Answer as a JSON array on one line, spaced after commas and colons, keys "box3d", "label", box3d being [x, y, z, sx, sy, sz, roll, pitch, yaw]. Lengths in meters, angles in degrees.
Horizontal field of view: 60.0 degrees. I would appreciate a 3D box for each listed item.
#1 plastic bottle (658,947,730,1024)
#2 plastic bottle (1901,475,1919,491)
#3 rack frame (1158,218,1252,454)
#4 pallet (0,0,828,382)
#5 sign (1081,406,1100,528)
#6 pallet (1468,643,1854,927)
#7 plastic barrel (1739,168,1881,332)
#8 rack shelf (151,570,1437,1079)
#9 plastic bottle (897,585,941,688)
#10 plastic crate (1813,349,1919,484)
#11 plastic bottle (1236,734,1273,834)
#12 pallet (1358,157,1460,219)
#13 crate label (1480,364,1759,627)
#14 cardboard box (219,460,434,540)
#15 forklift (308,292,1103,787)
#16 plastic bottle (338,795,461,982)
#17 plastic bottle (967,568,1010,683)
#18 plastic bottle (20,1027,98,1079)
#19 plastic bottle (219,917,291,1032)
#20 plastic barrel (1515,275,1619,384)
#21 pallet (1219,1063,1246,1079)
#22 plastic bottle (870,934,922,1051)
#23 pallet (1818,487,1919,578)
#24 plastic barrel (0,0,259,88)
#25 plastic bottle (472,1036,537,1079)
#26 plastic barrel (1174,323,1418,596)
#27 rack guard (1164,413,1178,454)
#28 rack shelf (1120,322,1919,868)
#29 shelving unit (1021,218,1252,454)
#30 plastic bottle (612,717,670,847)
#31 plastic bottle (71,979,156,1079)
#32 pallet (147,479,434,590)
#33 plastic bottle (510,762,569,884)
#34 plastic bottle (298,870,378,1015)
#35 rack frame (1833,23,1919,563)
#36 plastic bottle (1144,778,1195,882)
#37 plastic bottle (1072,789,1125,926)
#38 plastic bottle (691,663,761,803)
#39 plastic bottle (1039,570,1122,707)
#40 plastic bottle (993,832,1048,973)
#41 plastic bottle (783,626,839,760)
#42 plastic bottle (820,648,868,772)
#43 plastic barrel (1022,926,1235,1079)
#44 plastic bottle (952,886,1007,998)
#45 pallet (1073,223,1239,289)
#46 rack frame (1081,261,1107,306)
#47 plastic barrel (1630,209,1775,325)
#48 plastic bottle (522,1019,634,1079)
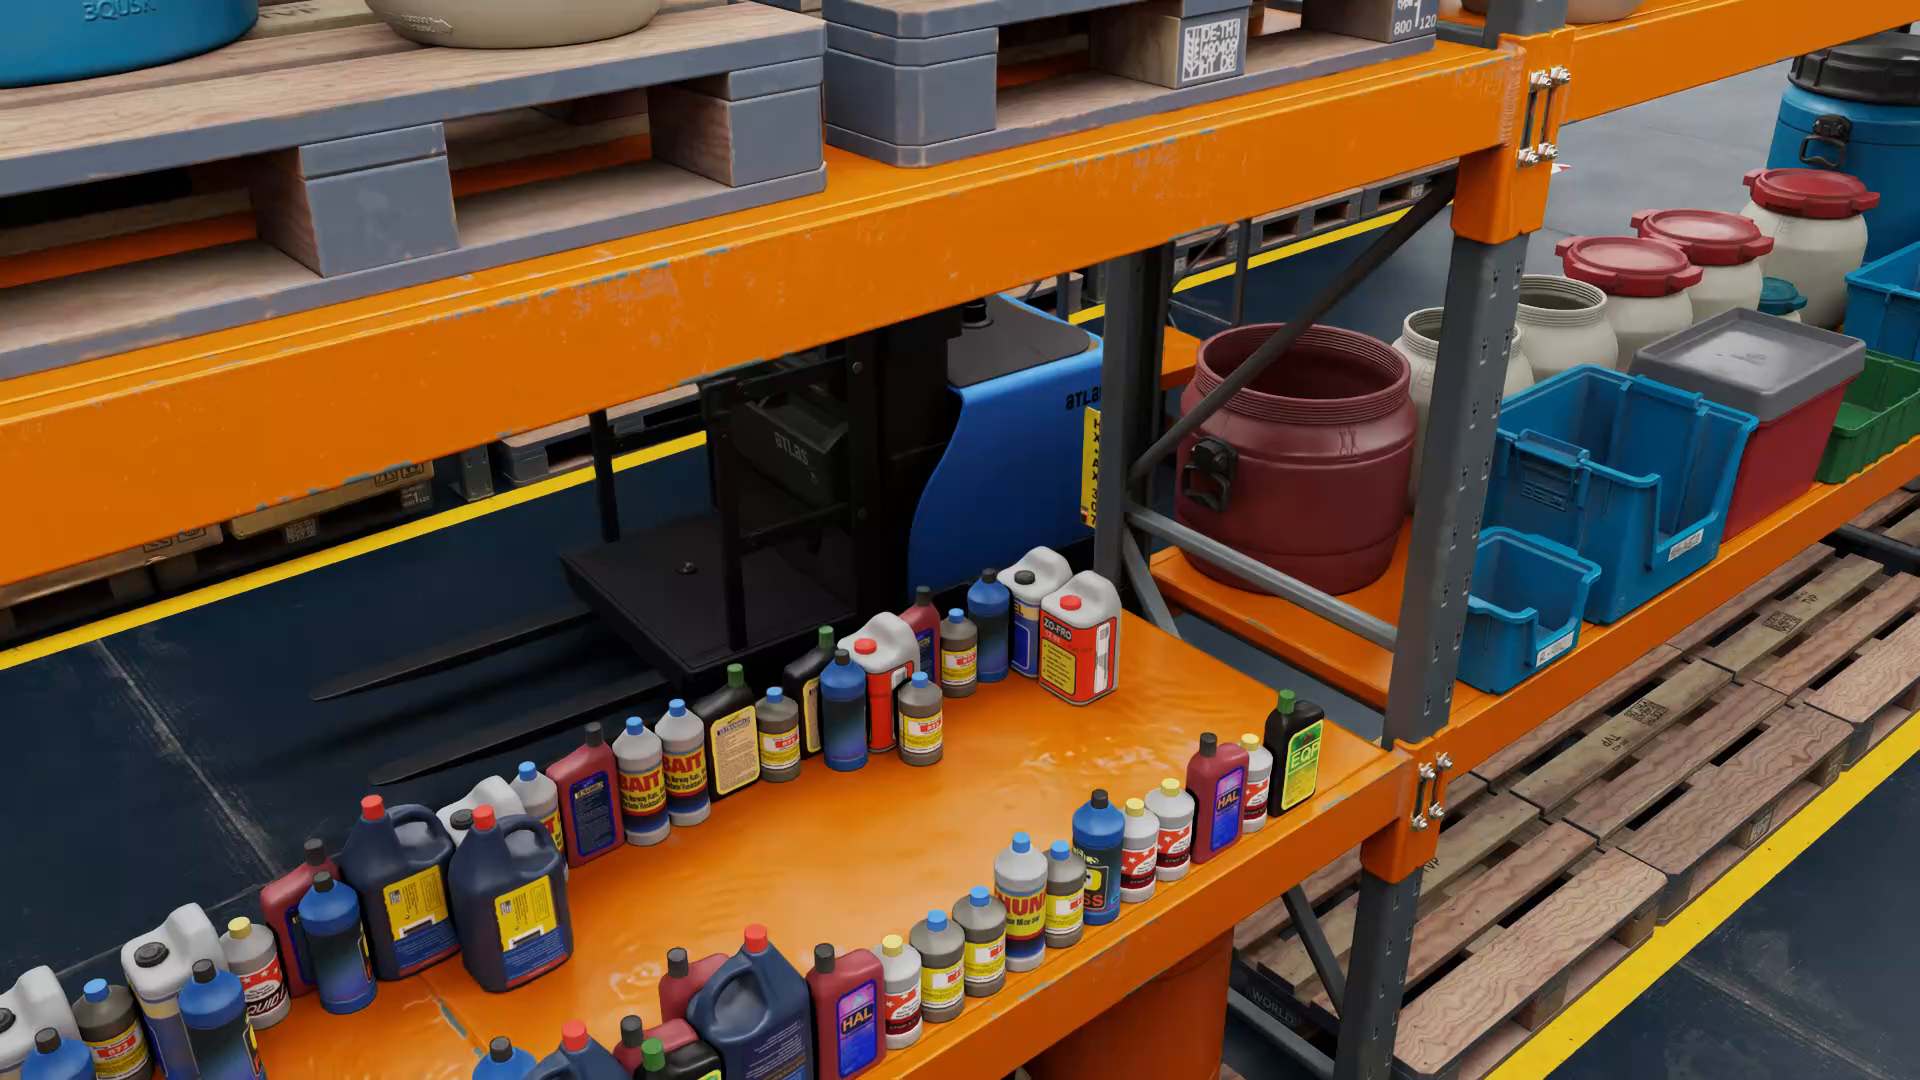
[{"box3d": [-0.424, 0.775, 2.741, 0.133, 0.283, 0.061, -22, 35, -35], "label": "plastic bottle"}, {"box3d": [4.150, -0.406, 7.171, 0.185, 0.351, 0.144, -22, 35, -35], "label": "plastic bottle"}, {"box3d": [1.098, -1.027, 7.581, 0.032, 1.500, 0.500, -19, 34, -32], "label": "rack frame"}, {"box3d": [-0.939, -0.547, 2.108, 1.213, 0.211, 1.003, -22, 35, -35], "label": "pallet"}, {"box3d": [0.348, -0.175, 4.221, 0.005, 0.325, 0.100, -22, 35, -35], "label": "sign"}, {"box3d": [2.253, 0.728, 5.664, 1.213, 0.211, 1.003, -22, 35, -35], "label": "pallet"}, {"box3d": [2.883, -0.977, 5.752, 0.433, 0.535, 0.433, 0, 28, 0], "label": "plastic barrel"}, {"box3d": [-0.811, 1.021, 2.920, 4.000, 0.370, 1.077, -22, 35, -35], "label": "rack shelf"}, {"box3d": [-0.108, 0.244, 3.734, 0.133, 0.283, 0.061, -22, 35, -35], "label": "plastic bottle"}, {"box3d": [2.612, -0.404, 5.048, 0.662, 0.188, 0.450, -22, 35, -35], "label": "plastic crate"}, {"box3d": [0.580, 0.485, 3.370, 0.097, 0.201, 0.097, 0, 28, 0], "label": "plastic bottle"}, {"box3d": [2.883, -2.642, 11.970, 1.213, 0.211, 1.003, -22, 35, -35], "label": "pallet"}, {"box3d": [1.642, -0.130, 4.274, 0.616, 0.435, 0.502, -22, 35, -35], "label": "crate label"}, {"box3d": [-3.043, -0.728, 7.239, 0.875, 0.875, 1.225, -24, 36, -37], "label": "cardboard box"}, {"box3d": [-0.852, -0.861, 5.751, 3.031, 2.935, 1.130, -19, 34, -32], "label": "forklift"}, {"box3d": [-1.008, 0.602, 2.993, 0.185, 0.351, 0.144, -22, 35, -35], "label": "plastic bottle"}, {"box3d": [0.066, 0.191, 3.846, 0.097, 0.271, 0.097, 0, 28, 0], "label": "plastic bottle"}, {"box3d": [-1.383, 0.868, 2.580, 0.097, 0.271, 0.097, 0, 28, 0], "label": "plastic bottle"}, {"box3d": [-1.232, 0.744, 2.887, 0.097, 0.201, 0.097, 0, 28, 0], "label": "plastic bottle"}, {"box3d": [1.675, -0.477, 4.842, 0.421, 0.512, 0.421, 0, 28, 0], "label": "plastic barrel"}, {"box3d": [0.138, 1.578, 4.073, 1.213, 0.211, 1.003, -22, 35, -35], "label": "pallet"}, {"box3d": [-0.114, 0.764, 2.848, 0.097, 0.201, 0.097, 0, 28, 0], "label": "plastic bottle"}, {"box3d": [4.291, -0.092, 7.198, 1.213, 0.211, 1.003, -22, 35, -35], "label": "pallet"}, {"box3d": [-1.133, -0.990, 1.761, 0.708, 0.901, 0.600, -22, 35, -35], "label": "plastic barrel"}, {"box3d": [-0.692, 0.877, 2.564, 0.097, 0.271, 0.097, 0, 28, 0], "label": "plastic bottle"}, {"box3d": [0.867, -0.218, 4.332, 0.708, 0.536, 0.600, -22, 35, -35], "label": "plastic barrel"}, {"box3d": [1.083, -0.471, 7.866, 0.087, 0.250, 0.587, -19, 34, -32], "label": "rack guard"}, {"box3d": [2.232, -0.202, 5.209, 4.000, 0.370, 1.077, -22, 35, -35], "label": "rack shelf"}, {"box3d": [0.682, -0.883, 7.310, 1.083, 1.500, 0.587, -19, 34, -32], "label": "shelving unit"}, {"box3d": [-0.638, 0.474, 3.317, 0.097, 0.271, 0.097, 0, 28, 0], "label": "plastic bottle"}, {"box3d": [-1.408, 0.815, 2.754, 0.097, 0.201, 0.097, 0, 28, 0], "label": "plastic bottle"}, {"box3d": [-3.153, -0.240, 7.475, 1.213, 0.211, 1.003, -22, 35, -35], "label": "pallet"}, {"box3d": [-0.813, 0.544, 3.185, 0.097, 0.271, 0.097, 0, 28, 0], "label": "plastic bottle"}, {"box3d": [-1.091, 0.694, 2.906, 0.097, 0.271, 0.097, 0, 28, 0], "label": "plastic bottle"}, {"box3d": [3.753, -1.131, 6.185, 0.127, 3.000, 1.000, -22, 35, -35], "label": "rack frame"}, {"box3d": [0.404, 0.556, 3.238, 0.097, 0.201, 0.097, 0, 28, 0], "label": "plastic bottle"}, {"box3d": [0.256, 0.585, 3.110, 0.097, 0.271, 0.097, 0, 28, 0], "label": "plastic bottle"}, {"box3d": [-0.488, 0.397, 3.448, 0.133, 0.283, 0.061, -22, 35, -35], "label": "plastic bottle"}, {"box3d": [0.270, 0.218, 3.791, 0.135, 0.276, 0.152, -22, 35, -35], "label": "plastic bottle"}, {"box3d": [0.108, 0.644, 2.999, 0.097, 0.271, 0.097, 0, 28, 0], "label": "plastic bottle"}, {"box3d": [-0.312, 0.326, 3.581, 0.133, 0.283, 0.061, -22, 35, -35], "label": "plastic bottle"}, {"box3d": [-0.247, 0.355, 3.541, 0.097, 0.271, 0.097, 0, 28, 0], "label": "plastic bottle"}, {"box3d": [0.349, 1.020, 4.016, 0.708, 0.830, 0.600, -22, 35, -35], "label": "plastic barrel"}, {"box3d": [0.034, 0.705, 2.959, 0.097, 0.201, 0.097, 0, 28, 0], "label": "plastic bottle"}, {"box3d": [1.027, -1.896, 10.573, 1.213, 0.211, 1.003, -22, 35, -35], "label": "pallet"}, {"box3d": [0.539, -2.907, 9.508, 0.127, 3.000, 1.000, -22, 35, -35], "label": "rack frame"}, {"box3d": [2.325, -0.753, 5.332, 0.433, 0.535, 0.433, 0, 28, 0], "label": "plastic barrel"}, {"box3d": [-0.580, 0.871, 2.489, 0.185, 0.351, 0.144, -22, 35, -35], "label": "plastic bottle"}]
